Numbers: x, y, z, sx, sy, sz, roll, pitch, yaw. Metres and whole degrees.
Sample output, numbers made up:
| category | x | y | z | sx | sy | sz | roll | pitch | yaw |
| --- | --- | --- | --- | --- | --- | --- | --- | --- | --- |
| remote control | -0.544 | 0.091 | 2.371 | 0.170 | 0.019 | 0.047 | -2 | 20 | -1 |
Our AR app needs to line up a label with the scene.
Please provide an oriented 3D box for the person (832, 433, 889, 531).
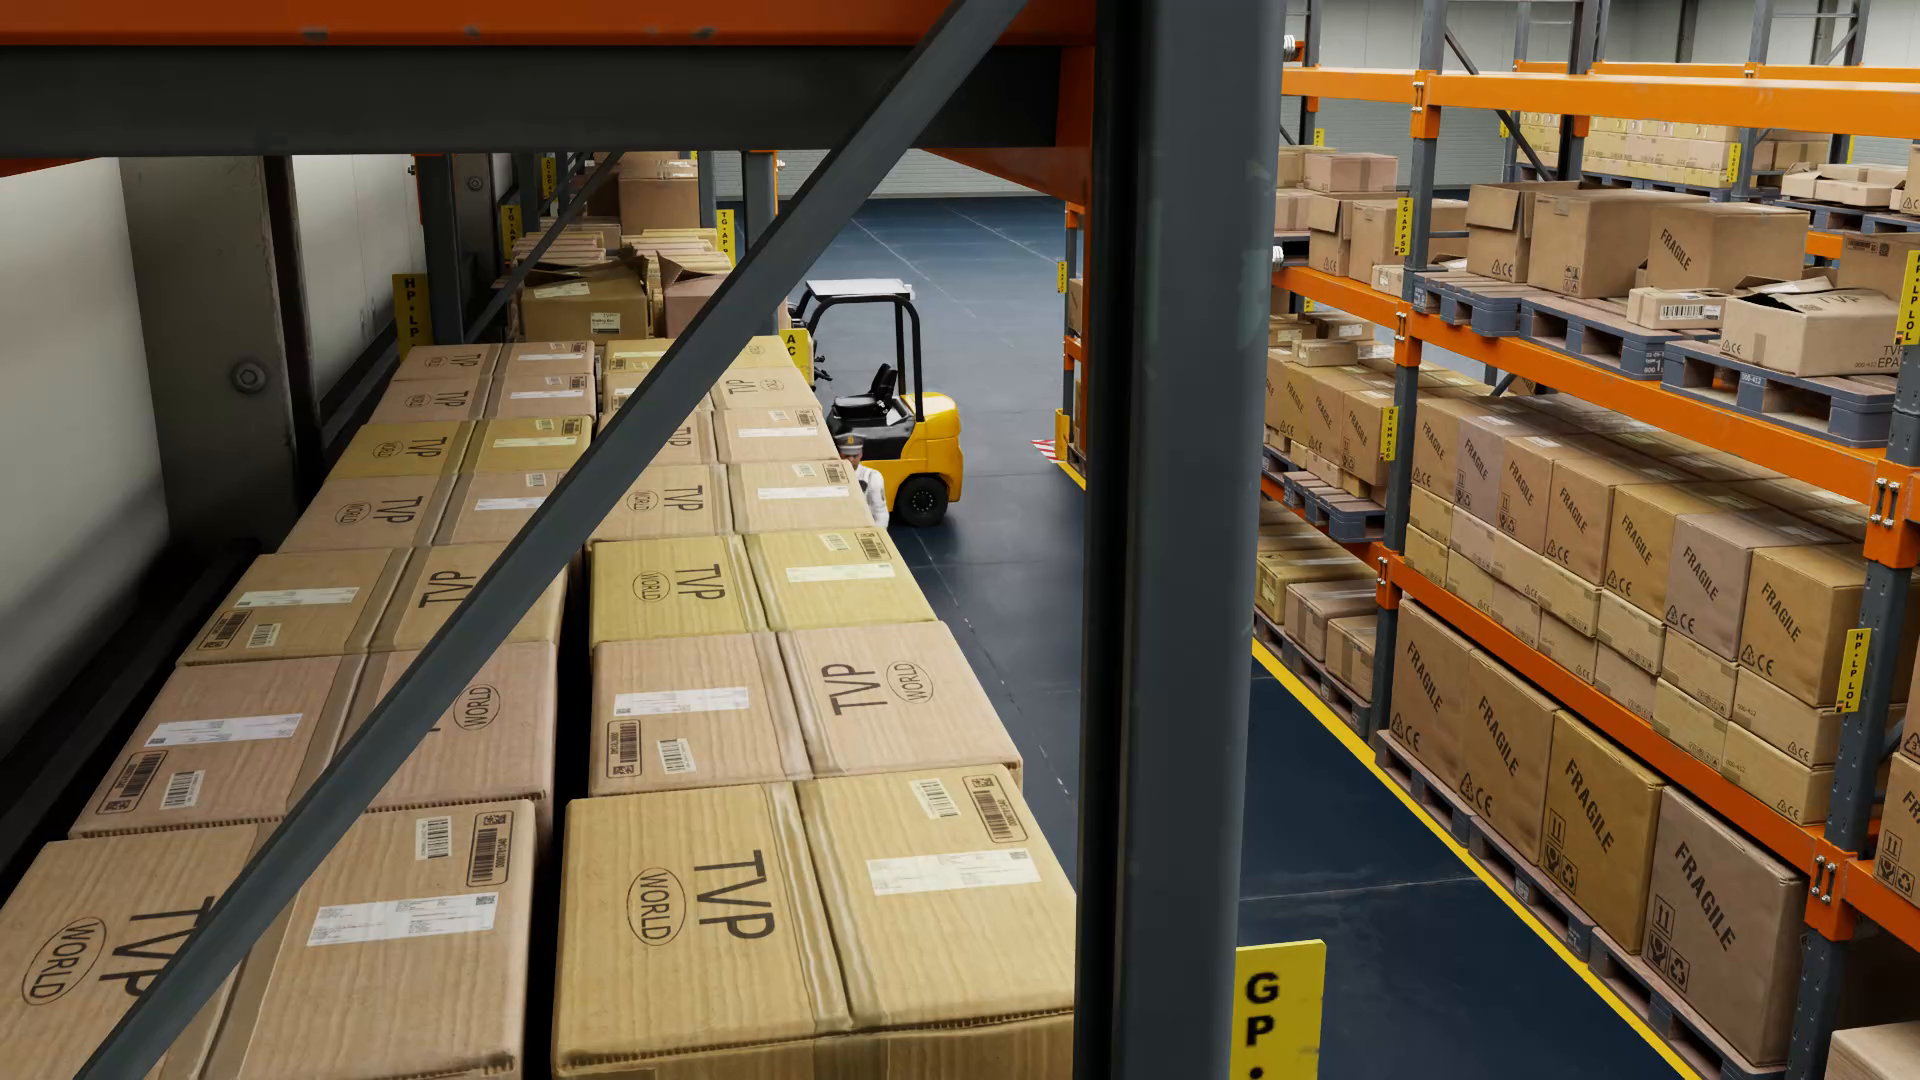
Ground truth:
| category | x | y | z | sx | sy | sz | roll | pitch | yaw |
| --- | --- | --- | --- | --- | --- | --- | --- | --- | --- |
| person | -0.739 | 0.065 | 11.752 | 0.497 | 1.702 | 0.334 | 5 | 17 | 16 |
